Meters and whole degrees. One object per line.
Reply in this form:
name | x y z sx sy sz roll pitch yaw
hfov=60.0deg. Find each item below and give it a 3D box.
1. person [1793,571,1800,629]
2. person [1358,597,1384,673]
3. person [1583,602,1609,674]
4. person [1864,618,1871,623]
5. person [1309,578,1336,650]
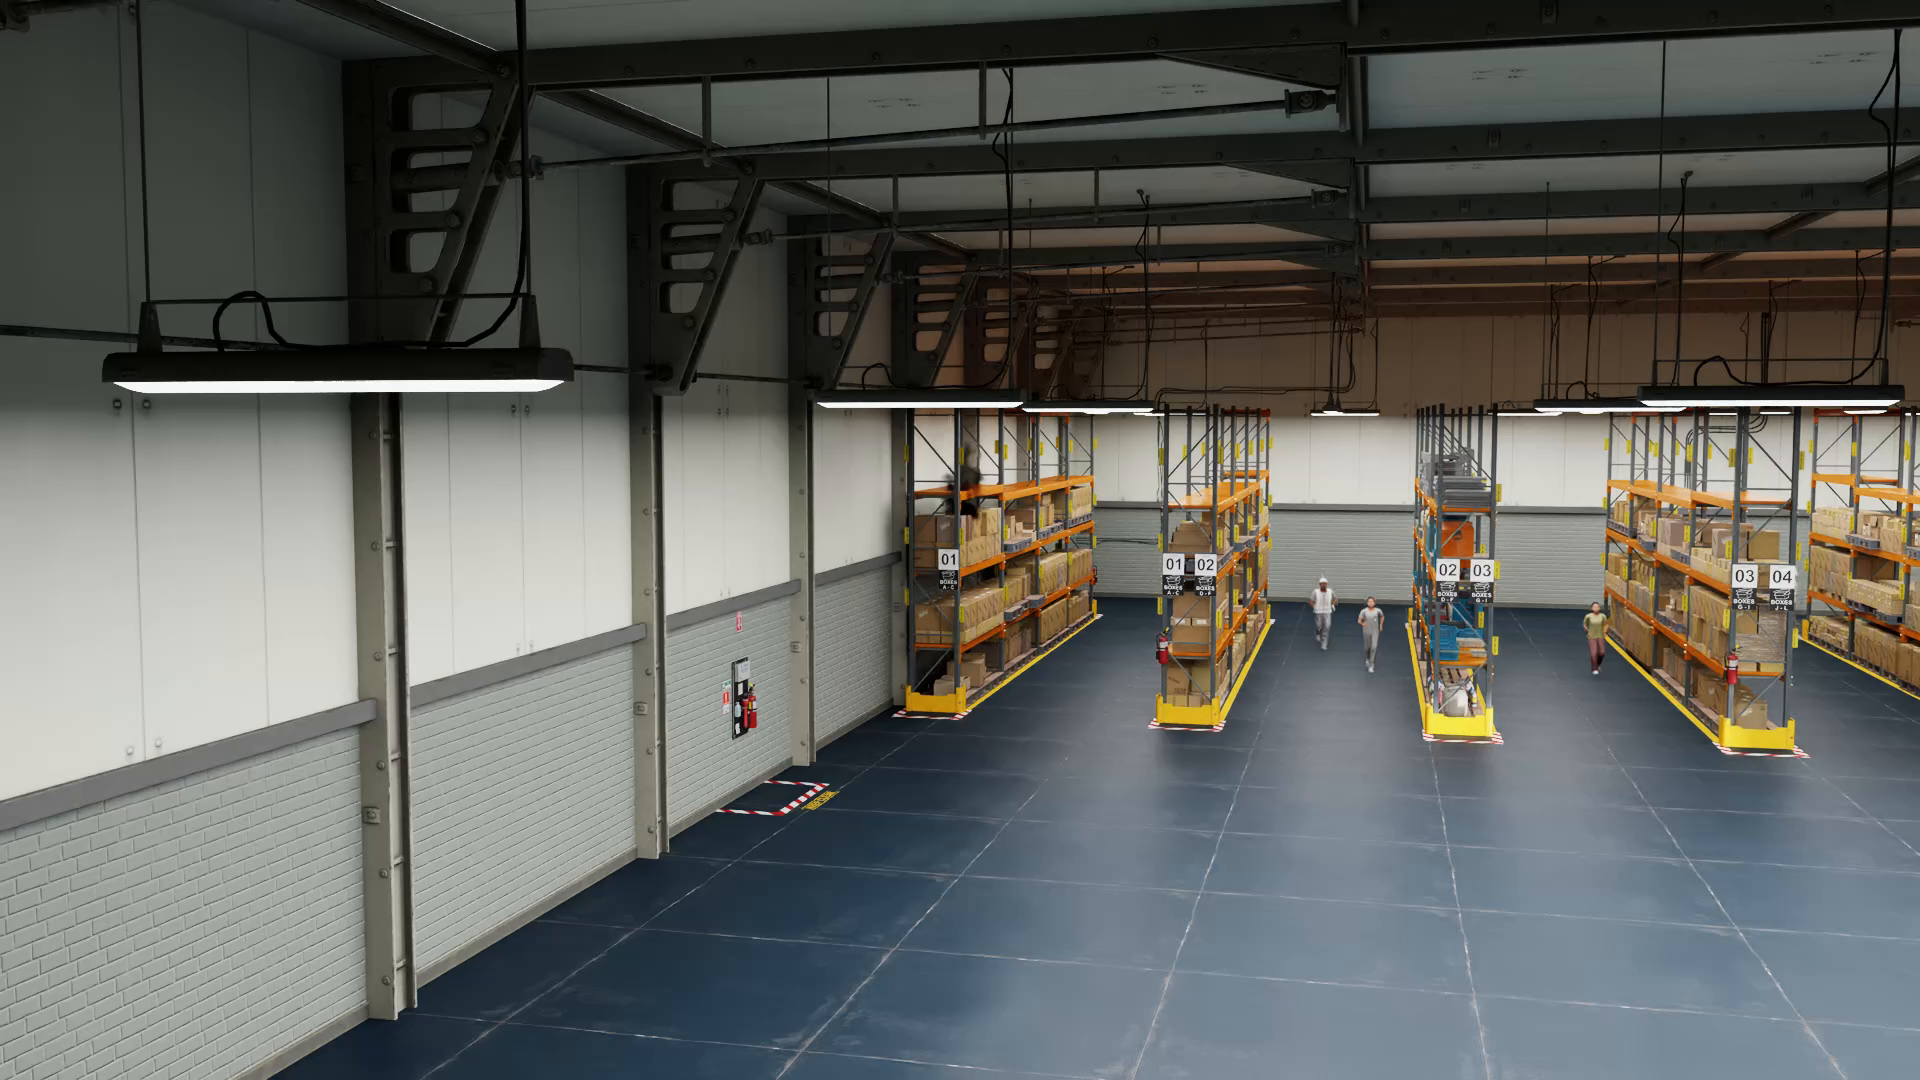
person | 22.032 1.651 44.176 0.720 1.750 0.696 -1 4 -7
person | 9.362 2.131 37.898 0.579 1.677 0.952 1 4 14
person | 14.211 2.197 37.146 0.556 1.626 0.520 1 4 14
person | 24.070 1.625 43.835 0.898 1.805 0.653 1 4 8
person | 9.070 1.831 41.533 0.681 1.772 0.849 0 4 5
